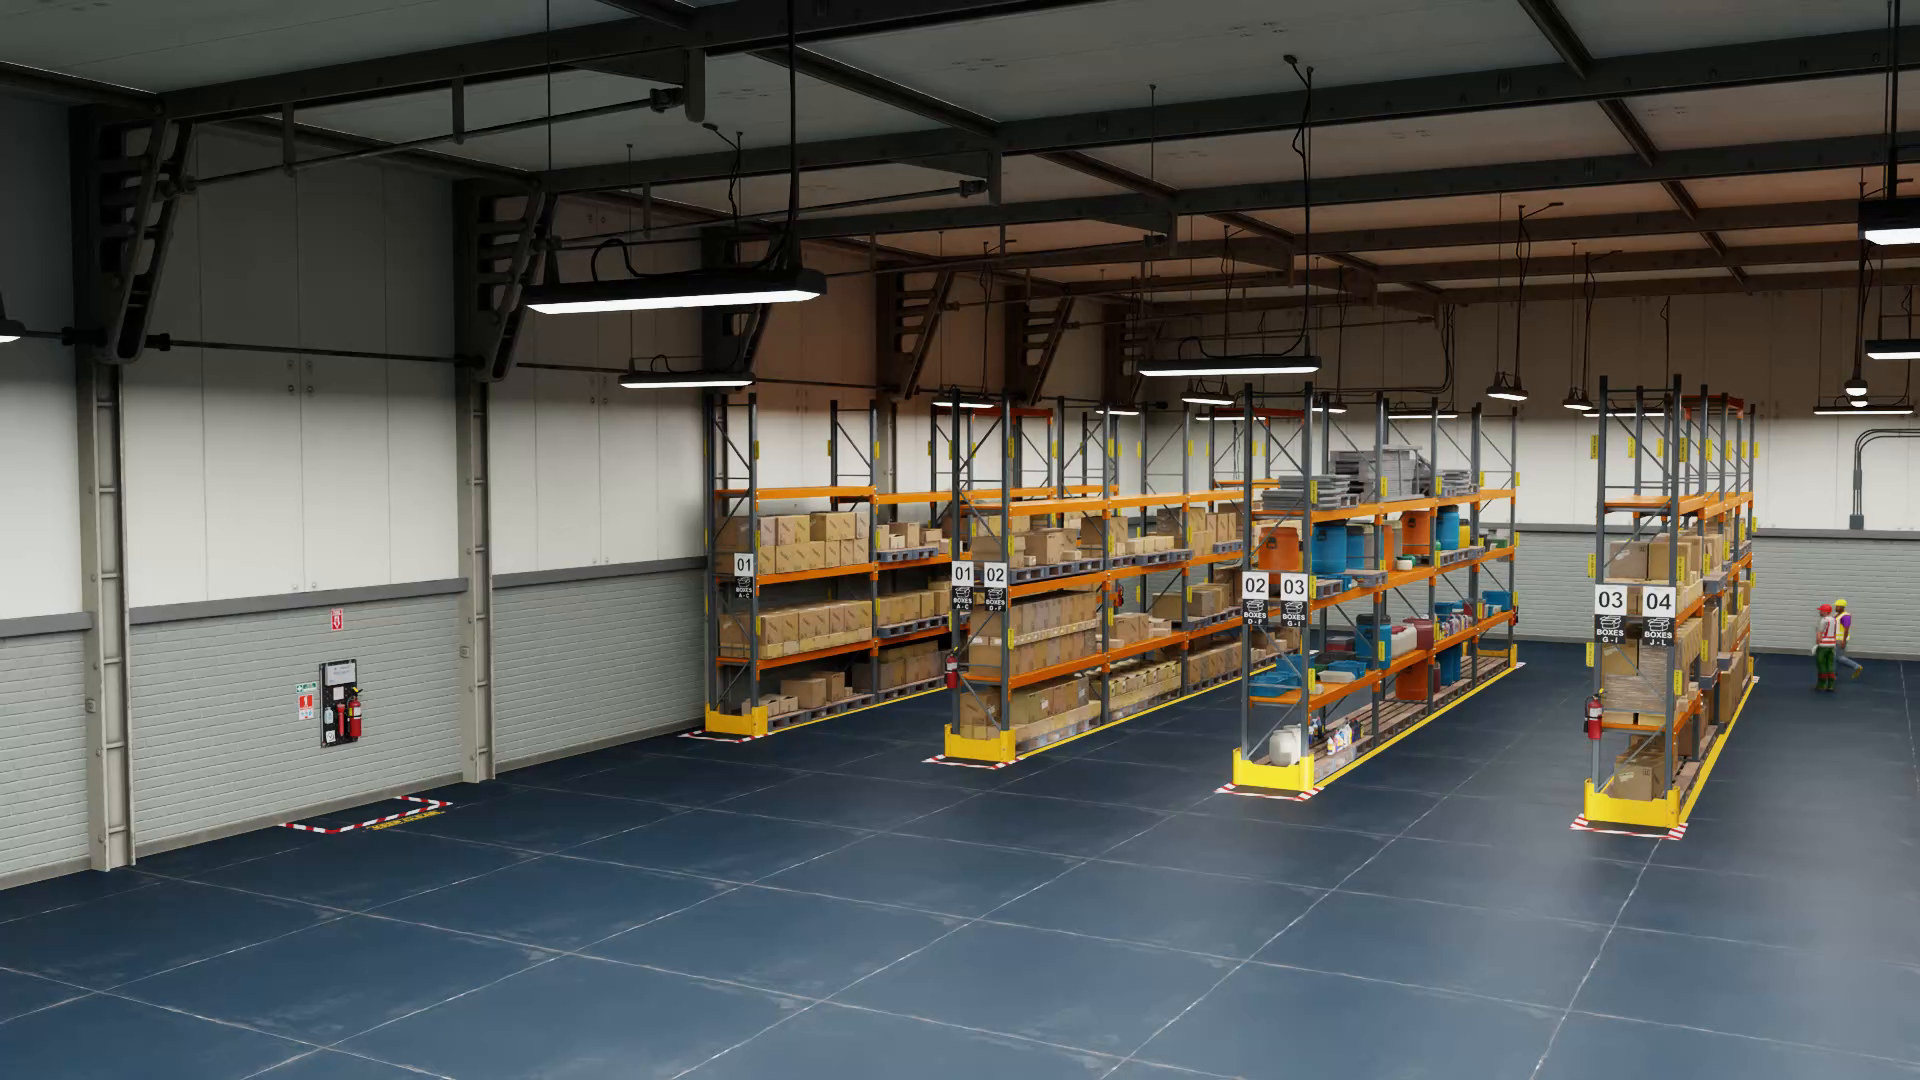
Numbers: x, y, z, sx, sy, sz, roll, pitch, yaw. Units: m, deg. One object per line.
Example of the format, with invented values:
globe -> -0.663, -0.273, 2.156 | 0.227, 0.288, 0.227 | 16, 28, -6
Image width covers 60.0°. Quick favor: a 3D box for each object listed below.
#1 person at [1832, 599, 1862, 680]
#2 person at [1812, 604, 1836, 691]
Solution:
person -> 19.120, 2.167, 36.047 | 0.758, 1.759, 0.583 | 1, 3, 17
person -> 17.972, 2.230, 34.593 | 0.628, 1.806, 0.386 | -2, 4, -31
